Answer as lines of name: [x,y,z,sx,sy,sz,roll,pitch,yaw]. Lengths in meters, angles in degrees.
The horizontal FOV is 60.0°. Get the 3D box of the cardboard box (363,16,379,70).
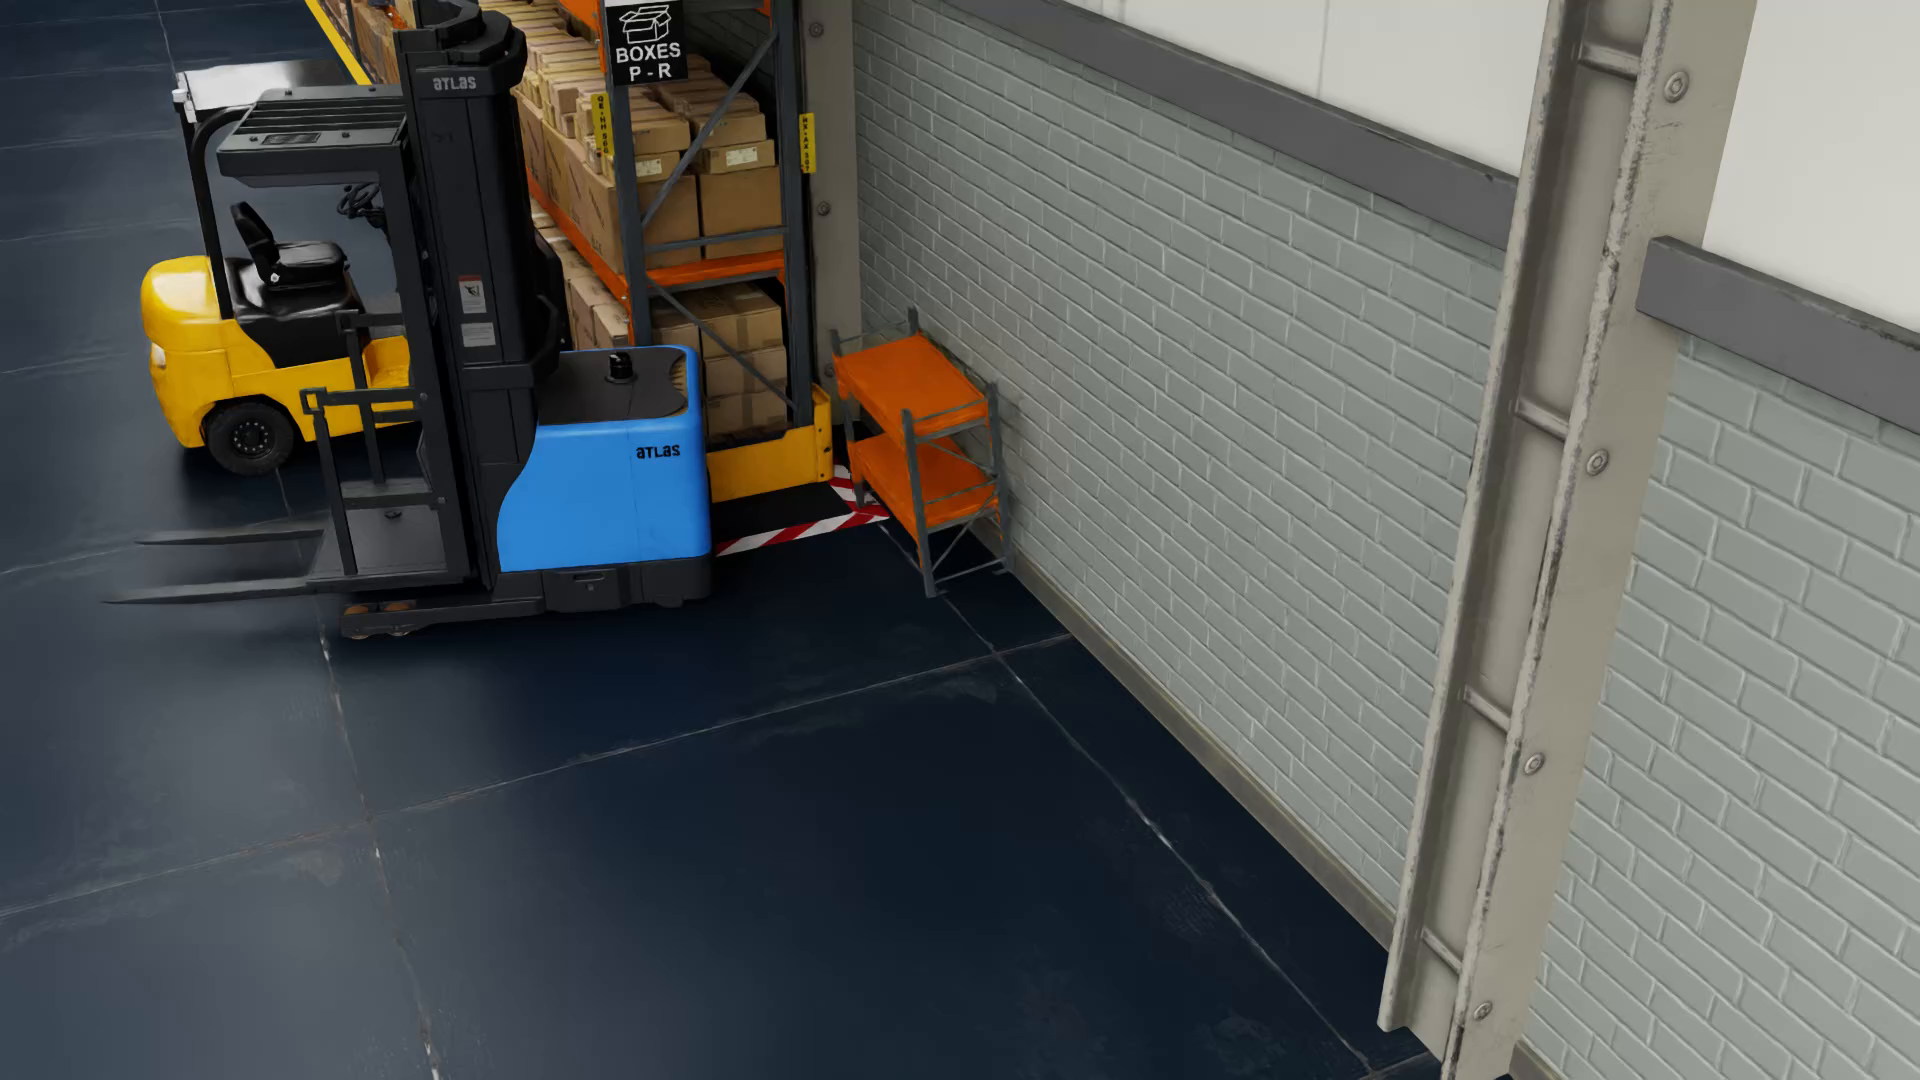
cardboard box: [-6.042,-5.317,17.792,0.500,0.500,0.500,-14,32,-23]

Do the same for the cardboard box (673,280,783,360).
cardboard box: [-1.378,-1.311,9.881,0.500,0.250,0.500,-14,32,-23]

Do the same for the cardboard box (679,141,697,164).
cardboard box: [-1.417,-2.265,9.458,0.380,0.149,0.250,-13,32,-22]

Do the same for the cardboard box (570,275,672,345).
cardboard box: [-2.046,-1.421,10.077,0.500,0.250,0.500,-12,32,-21]

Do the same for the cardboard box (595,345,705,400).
cardboard box: [-1.834,-0.990,9.820,0.500,0.250,0.500,-14,32,-23]

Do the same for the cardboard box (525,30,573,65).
cardboard box: [-2.726,-3.207,10.833,0.380,0.149,0.250,-14,32,-23]

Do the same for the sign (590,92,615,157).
sign: [-1.838,-2.139,8.572,0.100,0.325,0.005,-13,32,-22]

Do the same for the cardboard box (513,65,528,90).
cardboard box: [-2.761,-3.072,10.897,0.380,0.149,0.250,-13,32,-22]

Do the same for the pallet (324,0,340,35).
pallet: [-7.316,-6.567,20.745,1.003,0.211,1.213,-13,32,-22]

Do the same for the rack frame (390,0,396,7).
rack frame: [-4.777,-5.173,15.408,1.000,3.000,0.127,-13,32,-22]

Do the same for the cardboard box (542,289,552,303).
cardboard box: [-2.491,-1.659,11.013,0.500,0.250,0.500,-13,32,-22]

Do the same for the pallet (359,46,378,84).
pallet: [-6.111,-5.372,18.614,1.003,0.211,1.213,-13,32,-22]

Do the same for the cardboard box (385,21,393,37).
cardboard box: [-5.616,-5.189,16.901,0.380,0.149,0.250,-14,32,-23]

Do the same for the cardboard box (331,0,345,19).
cardboard box: [-7.257,-6.665,20.196,0.700,0.500,0.500,-14,32,-24]

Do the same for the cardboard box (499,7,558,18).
cardboard box: [-2.981,-3.566,11.473,0.380,0.149,0.250,-13,32,-21]

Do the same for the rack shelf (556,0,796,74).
rack shelf: [-2.201,-3.517,10.124,1.077,0.370,4.000,-13,32,-22]

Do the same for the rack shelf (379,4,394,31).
rack shelf: [-5.635,-5.742,17.159,1.077,0.370,4.000,-13,32,-22]

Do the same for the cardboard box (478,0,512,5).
cardboard box: [-3.534,-3.947,12.456,0.380,0.149,0.250,-14,32,-23]

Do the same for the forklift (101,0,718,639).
forklift: [-2.824,-1.057,8.139,3.031,2.935,1.130,-4,30,-8]

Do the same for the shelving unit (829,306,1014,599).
shelving unit: [-0.206,-0.482,8.852,0.538,1.125,1.048,-18,36,-17]

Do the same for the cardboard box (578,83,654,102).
cardboard box: [-1.997,-2.547,9.656,0.380,0.149,0.250,-13,32,-22]

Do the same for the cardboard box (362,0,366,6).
cardboard box: [-6.392,-5.995,18.338,0.380,0.149,0.250,-14,32,-23]

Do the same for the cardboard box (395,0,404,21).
cardboard box: [-4.807,-4.860,15.004,0.500,0.250,0.500,-13,32,-22]

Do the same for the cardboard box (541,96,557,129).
cardboard box: [-2.317,-2.621,10.092,0.380,0.149,0.250,-13,32,-22]

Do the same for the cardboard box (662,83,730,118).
cardboard box: [-1.502,-2.525,9.616,0.380,0.149,0.250,-12,32,-21]

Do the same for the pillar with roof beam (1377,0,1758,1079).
pillar with roof beam: [-2.140,-1.198,2.186,9.100,9.000,0.400,-13,32,-22]

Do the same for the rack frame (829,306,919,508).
rack frame: [-0.412,-0.725,9.248,0.500,1.125,0.032,-18,36,-17]

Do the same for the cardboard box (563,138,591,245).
cardboard box: [-2.005,-2.076,9.783,0.500,0.500,0.500,-12,31,-20]

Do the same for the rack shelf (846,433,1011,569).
rack shelf: [-0.182,-0.280,8.989,0.538,0.278,1.000,-18,36,-17]

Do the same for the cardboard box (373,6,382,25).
cardboard box: [-5.963,-5.538,17.522,0.380,0.149,0.250,-12,31,-20]

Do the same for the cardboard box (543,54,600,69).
cardboard box: [-2.350,-2.885,10.259,0.380,0.149,0.250,-13,32,-21]

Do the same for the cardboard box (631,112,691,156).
cardboard box: [-1.687,-2.209,9.053,0.380,0.149,0.250,-13,32,-22]

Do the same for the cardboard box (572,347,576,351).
cardboard box: [-2.241,-1.208,10.720,0.500,0.250,0.500,-13,32,-21]

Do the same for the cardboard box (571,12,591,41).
cardboard box: [-2.454,-3.551,11.446,0.380,0.149,0.250,-13,32,-22]

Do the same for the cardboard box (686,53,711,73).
cardboard box: [-1.754,-2.885,10.258,0.380,0.149,0.250,-14,32,-23]

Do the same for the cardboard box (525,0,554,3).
cardboard box: [-3.085,-4.062,12.662,0.380,0.149,0.250,-14,32,-24]

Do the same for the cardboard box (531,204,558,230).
cardboard box: [-2.701,-2.101,11.289,0.500,0.250,0.500,-12,31,-20]

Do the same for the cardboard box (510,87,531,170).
cardboard box: [-2.648,-2.749,10.982,0.500,0.500,0.500,-13,32,-22]

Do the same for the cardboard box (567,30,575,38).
cardboard box: [-2.551,-3.541,11.732,0.380,0.149,0.250,-14,32,-23]

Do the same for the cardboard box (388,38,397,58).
cardboard box: [-5.363,-4.828,16.256,0.380,0.149,0.250,-15,33,-25]

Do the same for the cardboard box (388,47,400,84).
cardboard box: [-5.358,-4.631,16.567,0.500,0.500,0.500,-14,32,-23]

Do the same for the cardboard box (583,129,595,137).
cardboard box: [-1.937,-2.294,9.508,0.380,0.149,0.250,-12,32,-21]
